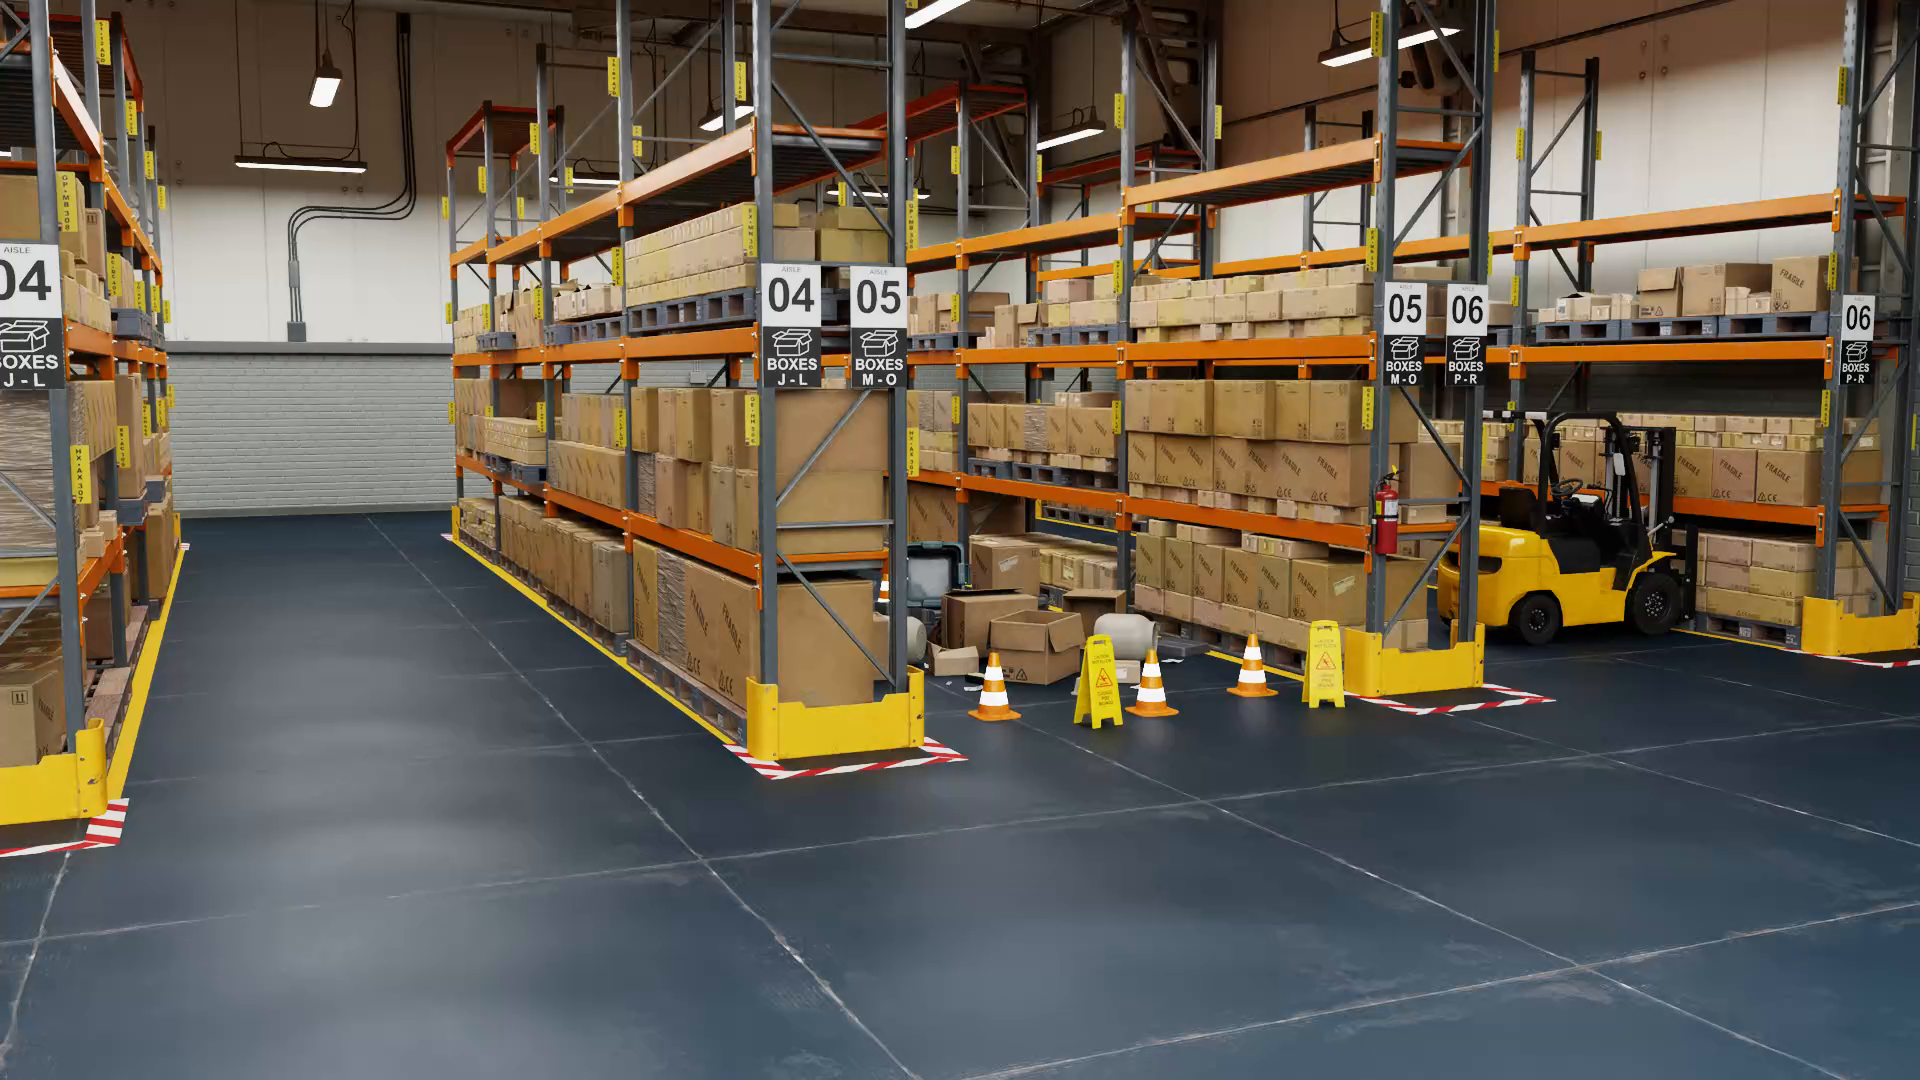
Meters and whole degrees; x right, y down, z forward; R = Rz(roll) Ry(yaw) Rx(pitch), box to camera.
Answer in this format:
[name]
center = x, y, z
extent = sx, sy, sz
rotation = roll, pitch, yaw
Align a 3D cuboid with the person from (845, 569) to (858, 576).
[person]
center = -1.352, 0.226, 18.675
extent = 0.423, 0.860, 0.853
rotation = -3, 6, -26
